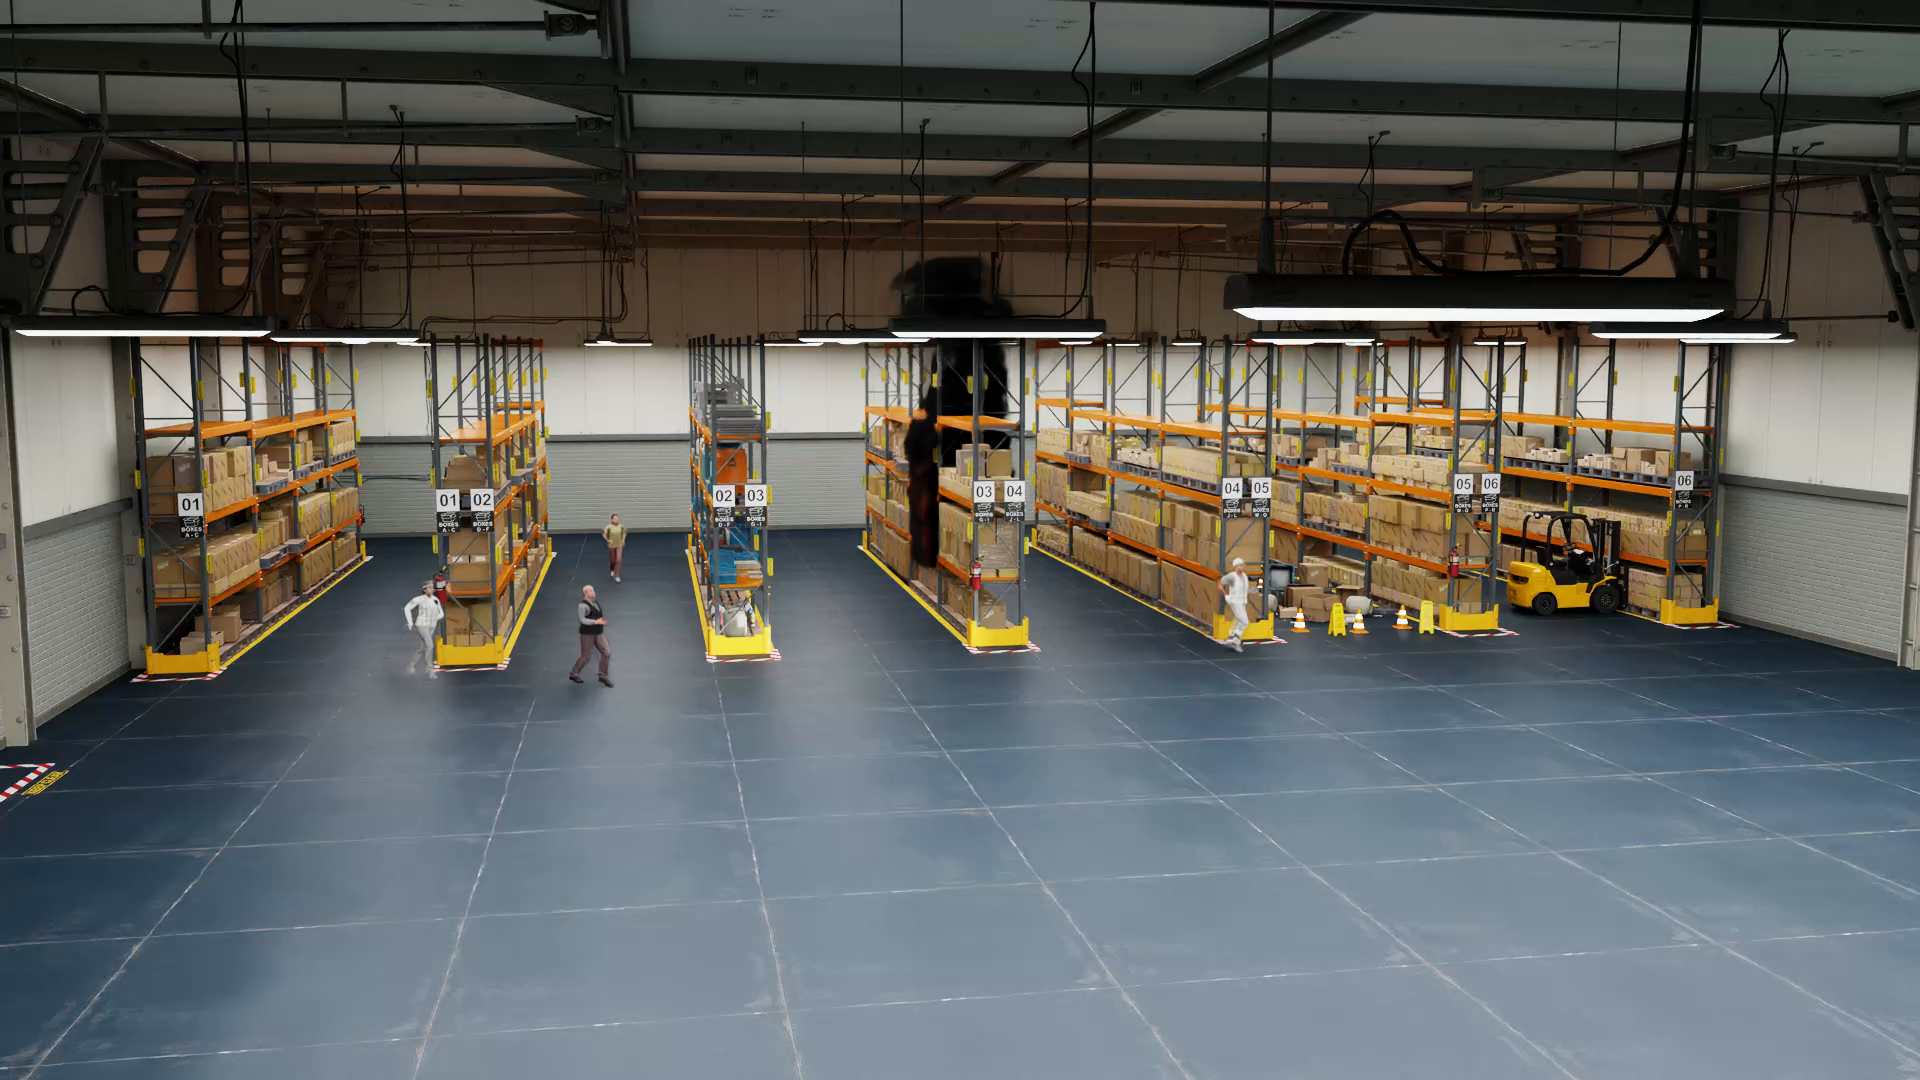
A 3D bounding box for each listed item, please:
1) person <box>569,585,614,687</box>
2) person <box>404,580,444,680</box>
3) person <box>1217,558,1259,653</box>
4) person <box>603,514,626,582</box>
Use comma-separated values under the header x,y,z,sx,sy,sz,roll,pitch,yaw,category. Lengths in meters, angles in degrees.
x,y,z,sx,sy,sz,roll,pitch,yaw,category
-6.296,1.647,28.283,0.768,1.773,0.662,3,7,22,person
-9.313,1.549,29.147,0.811,1.690,0.605,5,8,35,person
5.293,1.243,31.503,0.649,1.804,0.679,-6,9,-43,person
-8.575,0.177,41.348,0.583,1.658,0.822,-2,7,-19,person
